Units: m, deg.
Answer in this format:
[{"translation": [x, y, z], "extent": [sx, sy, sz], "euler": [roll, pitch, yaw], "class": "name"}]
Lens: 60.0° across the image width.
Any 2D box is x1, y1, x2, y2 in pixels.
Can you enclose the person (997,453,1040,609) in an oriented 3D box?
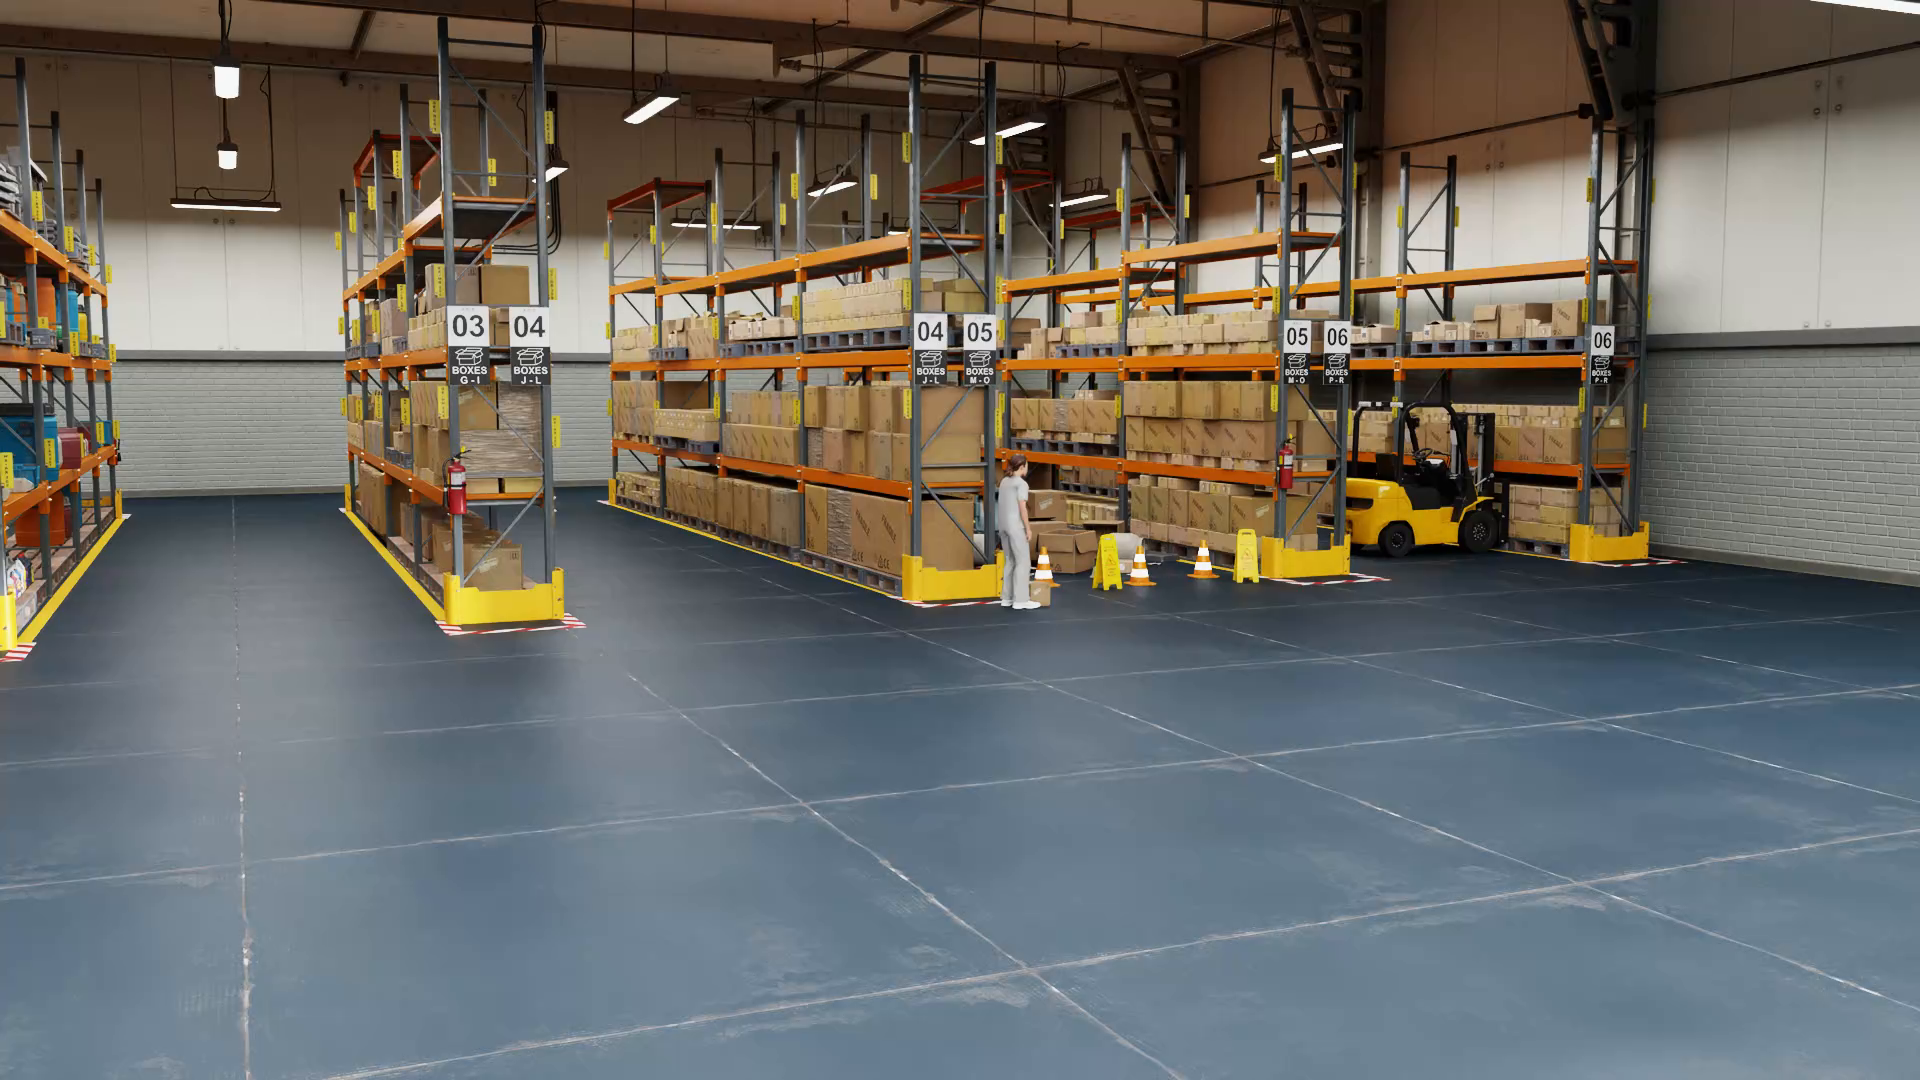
[{"translation": [0.609, -0.104, 18.059], "extent": [0.362, 1.671, 0.515], "euler": [-3, 6, -32], "class": "person"}]
